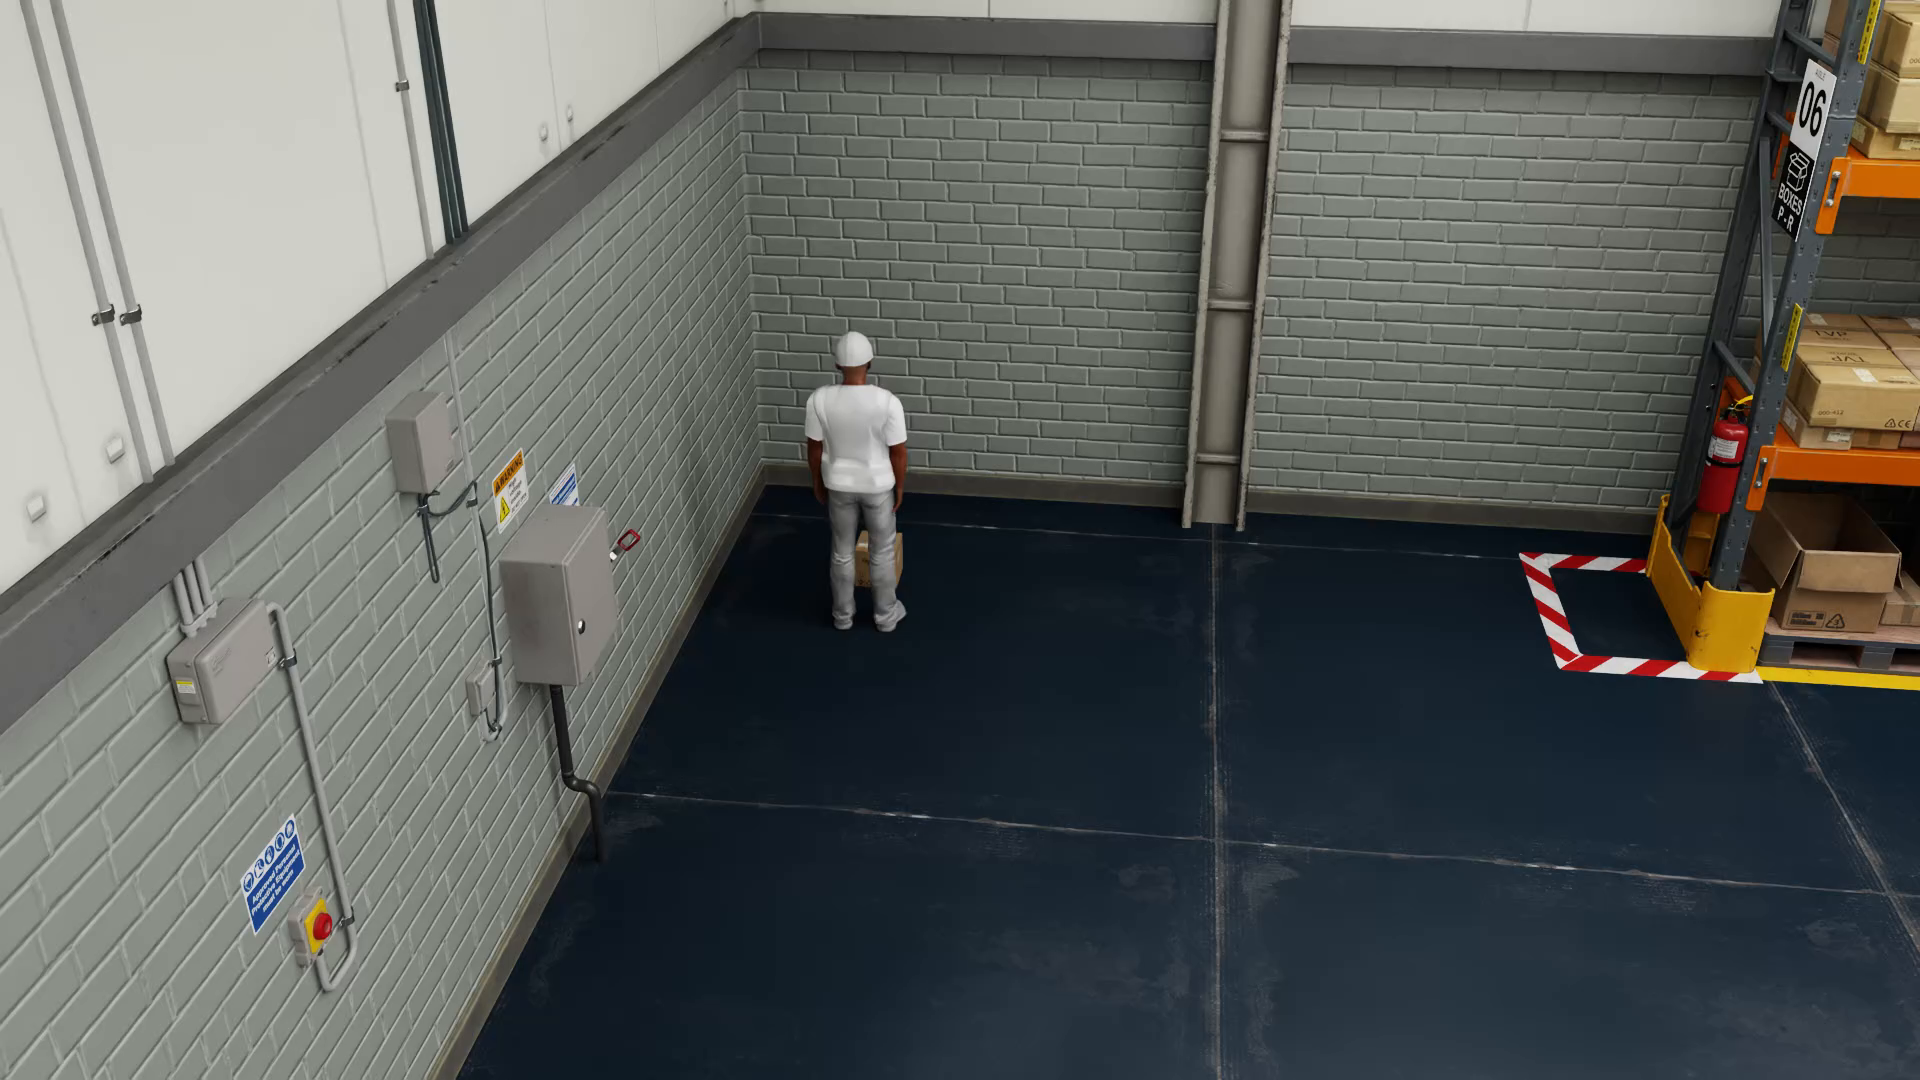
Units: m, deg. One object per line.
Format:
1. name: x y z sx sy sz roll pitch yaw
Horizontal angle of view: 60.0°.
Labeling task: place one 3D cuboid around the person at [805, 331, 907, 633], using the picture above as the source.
1. person: -0.560 -0.316 9.186 0.563 1.764 0.353 4 29 8
